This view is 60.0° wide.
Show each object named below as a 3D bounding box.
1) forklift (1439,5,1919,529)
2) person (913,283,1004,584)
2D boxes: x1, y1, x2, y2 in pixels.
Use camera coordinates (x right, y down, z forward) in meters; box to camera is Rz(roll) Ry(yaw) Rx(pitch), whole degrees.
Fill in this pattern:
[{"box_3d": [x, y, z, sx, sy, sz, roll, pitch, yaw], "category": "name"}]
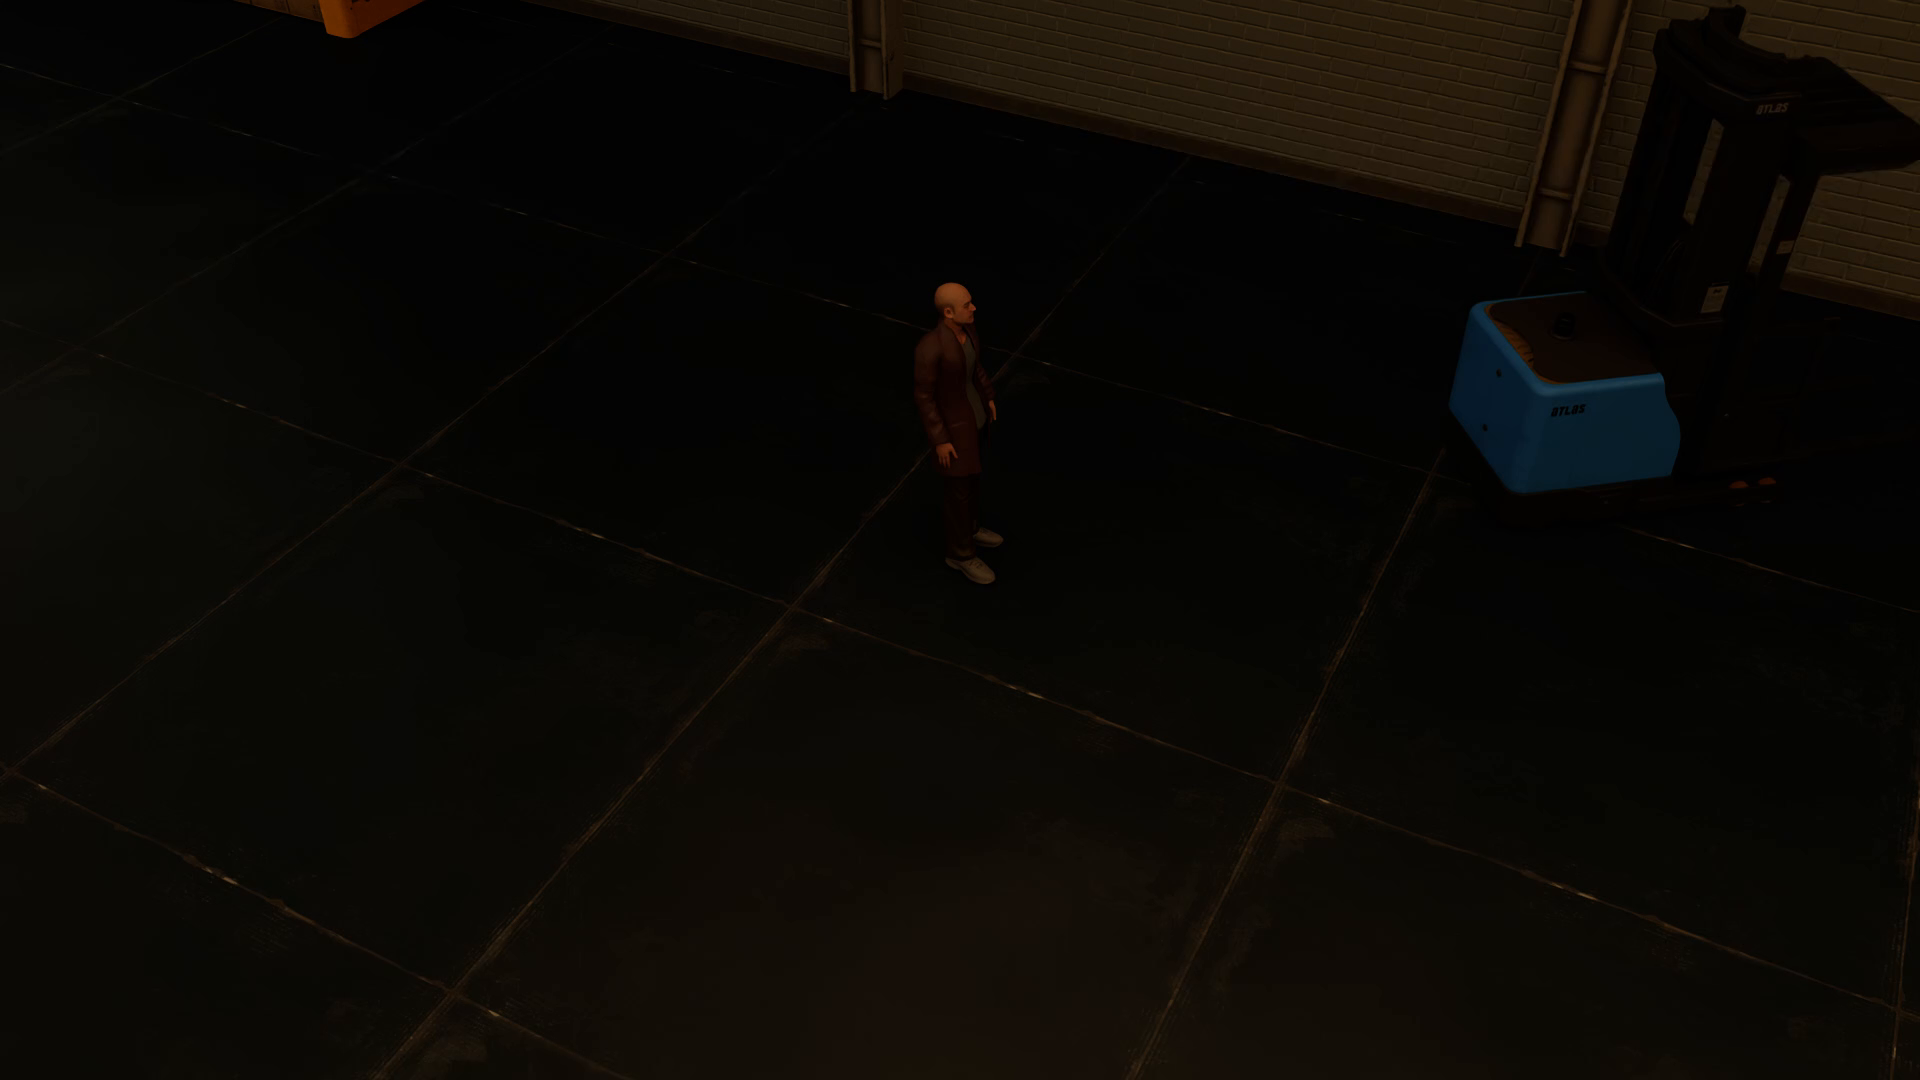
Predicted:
[{"box_3d": [4.728, -1.658, 9.955, 3.031, 2.935, 1.130, -7, 41, -8], "category": "forklift"}, {"box_3d": [0.078, -0.656, 9.649, 0.582, 1.776, 0.696, 18, 43, 21], "category": "person"}]
